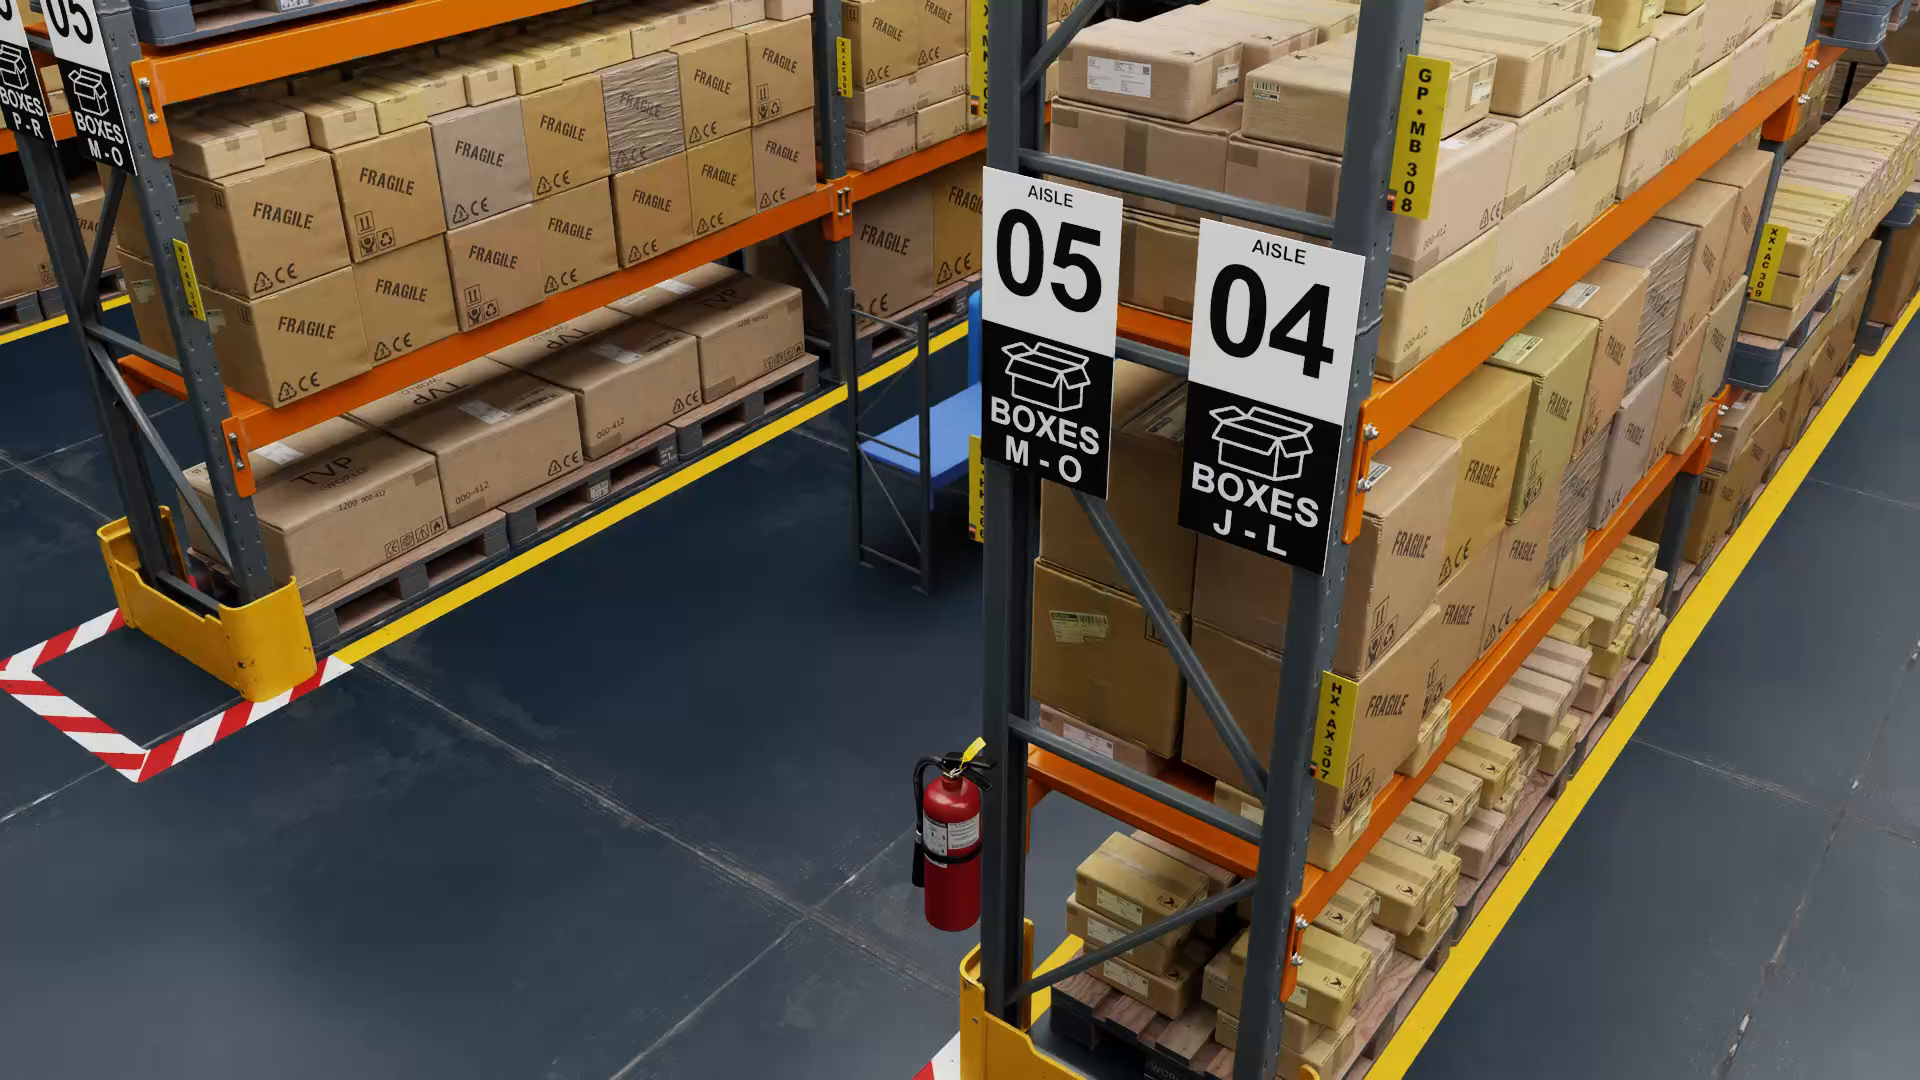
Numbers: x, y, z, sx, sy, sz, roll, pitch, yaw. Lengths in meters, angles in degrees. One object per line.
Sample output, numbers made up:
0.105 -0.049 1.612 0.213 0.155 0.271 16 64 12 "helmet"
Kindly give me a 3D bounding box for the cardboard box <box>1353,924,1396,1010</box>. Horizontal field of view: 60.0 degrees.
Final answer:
1.228 1.371 5.587 0.380 0.149 0.250 21 37 31 "cardboard box"

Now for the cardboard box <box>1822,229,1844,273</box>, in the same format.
3.827 -1.375 7.670 0.380 0.149 0.250 22 37 32 "cardboard box"

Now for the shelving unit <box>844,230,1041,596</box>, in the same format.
-0.020 -0.653 8.382 0.538 1.500 1.048 23 38 33 "shelving unit"

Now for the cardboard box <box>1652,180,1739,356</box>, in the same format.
2.536 -1.060 6.225 0.500 0.500 0.500 20 36 30 "cardboard box"

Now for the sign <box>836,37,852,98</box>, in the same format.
-0.652 -2.663 9.375 0.100 0.325 0.005 21 37 31 "sign"

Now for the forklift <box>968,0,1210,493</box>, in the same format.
1.393 -2.038 9.313 1.130 2.935 3.031 25 39 35 "forklift"

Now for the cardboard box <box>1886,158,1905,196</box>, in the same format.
4.614 -1.905 8.565 0.380 0.149 0.250 22 37 32 "cardboard box"

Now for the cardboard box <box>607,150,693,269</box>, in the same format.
-1.770 -1.783 8.718 0.500 0.500 0.500 21 36 31 "cardboard box"

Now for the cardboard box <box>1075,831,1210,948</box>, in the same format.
0.615 1.178 5.621 0.380 0.149 0.250 22 37 32 "cardboard box"

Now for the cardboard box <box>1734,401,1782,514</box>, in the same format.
3.887 -0.484 8.665 0.500 0.500 0.500 23 38 33 "cardboard box"

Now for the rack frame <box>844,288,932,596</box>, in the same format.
-0.343 -0.453 8.044 0.500 1.500 0.032 23 38 33 "rack frame"

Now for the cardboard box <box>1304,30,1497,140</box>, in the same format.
1.042 -1.091 3.972 0.380 0.149 0.250 23 38 33 "cardboard box"

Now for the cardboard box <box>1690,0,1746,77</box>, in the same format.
2.201 -1.698 5.388 0.500 0.250 0.500 23 38 33 "cardboard box"

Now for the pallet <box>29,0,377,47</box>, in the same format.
-3.071 -2.358 6.932 1.003 0.211 1.213 21 37 31 "pallet"

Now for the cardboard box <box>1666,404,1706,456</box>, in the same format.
2.857 -0.510 6.915 0.380 0.149 0.250 20 36 30 "cardboard box"

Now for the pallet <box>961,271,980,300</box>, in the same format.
0.046 -2.062 12.022 1.003 0.211 1.213 21 37 31 "pallet"

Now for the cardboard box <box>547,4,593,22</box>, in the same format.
-2.138 -2.723 8.688 0.380 0.149 0.250 20 36 30 "cardboard box"

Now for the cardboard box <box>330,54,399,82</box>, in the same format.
-2.831 -2.176 7.765 0.380 0.149 0.250 21 36 31 "cardboard box"

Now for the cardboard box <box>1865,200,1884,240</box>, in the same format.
4.455 -1.670 8.459 0.380 0.149 0.250 19 36 29 "cardboard box"

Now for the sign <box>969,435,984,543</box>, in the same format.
0.067 -0.132 4.584 0.100 0.325 0.005 21 37 31 "sign"

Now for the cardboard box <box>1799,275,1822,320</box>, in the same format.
3.679 -1.150 7.583 0.380 0.149 0.250 22 37 32 "cardboard box"

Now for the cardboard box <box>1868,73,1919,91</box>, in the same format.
5.242 -2.457 9.205 0.380 0.149 0.250 21 36 31 "cardboard box"

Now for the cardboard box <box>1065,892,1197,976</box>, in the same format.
0.588 1.297 5.712 0.380 0.149 0.250 20 36 30 "cardboard box"

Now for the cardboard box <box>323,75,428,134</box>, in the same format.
-2.581 -1.924 7.339 0.380 0.149 0.250 20 36 30 "cardboard box"

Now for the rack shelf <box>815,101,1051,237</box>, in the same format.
0.112 -2.930 11.458 1.077 0.370 4.000 21 37 31 "rack shelf"

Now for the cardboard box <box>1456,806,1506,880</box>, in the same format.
1.845 1.100 6.336 0.380 0.149 0.250 19 36 29 "cardboard box"

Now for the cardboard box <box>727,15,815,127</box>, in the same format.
-1.160 -2.623 9.155 0.500 0.500 0.500 21 36 31 "cardboard box"

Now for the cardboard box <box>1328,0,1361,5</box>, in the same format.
0.918 -1.472 4.615 0.380 0.149 0.250 22 37 32 "cardboard box"

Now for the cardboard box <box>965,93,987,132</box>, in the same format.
0.014 -2.874 10.805 0.500 0.250 0.500 21 36 31 "cardboard box"

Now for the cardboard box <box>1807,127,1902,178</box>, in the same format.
4.456 -1.928 8.312 0.380 0.149 0.250 22 37 33 "cardboard box"

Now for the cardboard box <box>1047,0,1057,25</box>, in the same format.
0.296 -3.621 10.839 0.500 0.500 0.500 20 36 31 "cardboard box"

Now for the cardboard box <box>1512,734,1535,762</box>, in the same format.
2.128 0.711 6.700 0.380 0.149 0.250 19 36 29 "cardboard box"

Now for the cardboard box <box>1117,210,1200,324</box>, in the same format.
0.561 -0.811 4.381 0.500 0.250 0.500 20 36 30 "cardboard box"

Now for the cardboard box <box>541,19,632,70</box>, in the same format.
-1.850 -2.456 8.237 0.380 0.149 0.250 20 36 30 "cardboard box"

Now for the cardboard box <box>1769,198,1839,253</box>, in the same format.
3.680 -1.407 7.433 0.380 0.149 0.250 22 37 33 "cardboard box"

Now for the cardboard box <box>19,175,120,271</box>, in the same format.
-6.079 -2.171 11.512 0.500 0.500 0.500 22 37 32 "cardboard box"

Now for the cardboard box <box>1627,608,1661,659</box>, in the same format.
2.947 0.365 7.576 0.380 0.149 0.250 22 37 32 "cardboard box"

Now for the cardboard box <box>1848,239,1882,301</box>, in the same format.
5.122 -1.640 9.879 0.500 0.250 0.500 20 36 30 "cardboard box"

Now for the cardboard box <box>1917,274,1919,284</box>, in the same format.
6.291 -2.359 11.584 1.050 0.750 0.750 22 37 32 "cardboard box"

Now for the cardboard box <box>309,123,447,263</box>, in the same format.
-2.687 -1.594 7.418 0.500 0.500 0.500 20 36 30 "cardboard box"

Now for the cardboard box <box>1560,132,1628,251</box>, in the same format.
1.594 -1.074 4.826 0.500 0.250 0.500 20 36 30 "cardboard box"

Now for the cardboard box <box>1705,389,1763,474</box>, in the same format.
3.568 -0.591 8.110 0.500 0.250 0.500 19 36 29 "cardboard box"

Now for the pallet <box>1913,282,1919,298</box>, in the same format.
6.599 -2.162 12.191 1.003 0.211 1.213 21 37 31 "pallet"

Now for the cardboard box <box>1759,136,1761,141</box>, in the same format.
4.101 -2.236 8.832 0.380 0.149 0.250 22 37 33 "cardboard box"

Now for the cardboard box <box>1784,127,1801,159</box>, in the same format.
4.571 -2.304 9.531 0.380 0.149 0.250 23 38 34 "cardboard box"

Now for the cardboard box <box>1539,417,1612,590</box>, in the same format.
1.900 -0.217 5.784 0.500 0.500 0.500 20 36 30 "cardboard box"

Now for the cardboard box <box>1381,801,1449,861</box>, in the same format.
1.493 1.024 5.880 0.380 0.149 0.250 19 36 29 "cardboard box"

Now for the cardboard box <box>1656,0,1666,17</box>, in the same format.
1.835 -1.615 4.856 0.380 0.149 0.250 23 37 33 "cardboard box"

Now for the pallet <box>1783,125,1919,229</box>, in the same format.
4.981 -2.165 9.650 1.213 0.211 1.003 21 37 31 "pallet"

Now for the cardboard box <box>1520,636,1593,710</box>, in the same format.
2.329 0.509 6.749 0.380 0.149 0.250 19 36 29 "cardboard box"

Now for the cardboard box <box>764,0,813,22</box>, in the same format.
-1.028 -2.956 9.081 0.380 0.149 0.250 20 36 30 "cardboard box"

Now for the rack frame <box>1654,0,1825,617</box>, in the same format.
2.912 -0.945 7.402 1.000 3.000 0.127 21 37 31 "rack frame"

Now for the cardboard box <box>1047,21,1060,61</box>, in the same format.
0.316 -3.293 11.021 0.500 0.250 0.500 20 36 30 "cardboard box"

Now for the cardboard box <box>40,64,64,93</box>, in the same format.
-6.082 -3.119 10.925 0.500 0.250 0.500 20 36 30 "cardboard box"

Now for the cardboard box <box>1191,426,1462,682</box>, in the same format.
0.980 -0.021 4.472 0.500 0.500 0.500 21 36 31 "cardboard box"

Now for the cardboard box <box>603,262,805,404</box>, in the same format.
-1.560 -1.283 10.074 0.875 0.438 0.875 21 36 31 "cardboard box"

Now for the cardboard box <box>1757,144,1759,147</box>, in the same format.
4.098 -2.112 8.915 0.380 0.149 0.250 21 36 31 "cardboard box"

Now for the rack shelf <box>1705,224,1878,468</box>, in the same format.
4.119 -1.448 8.957 1.077 0.370 4.000 21 37 31 "rack shelf"
